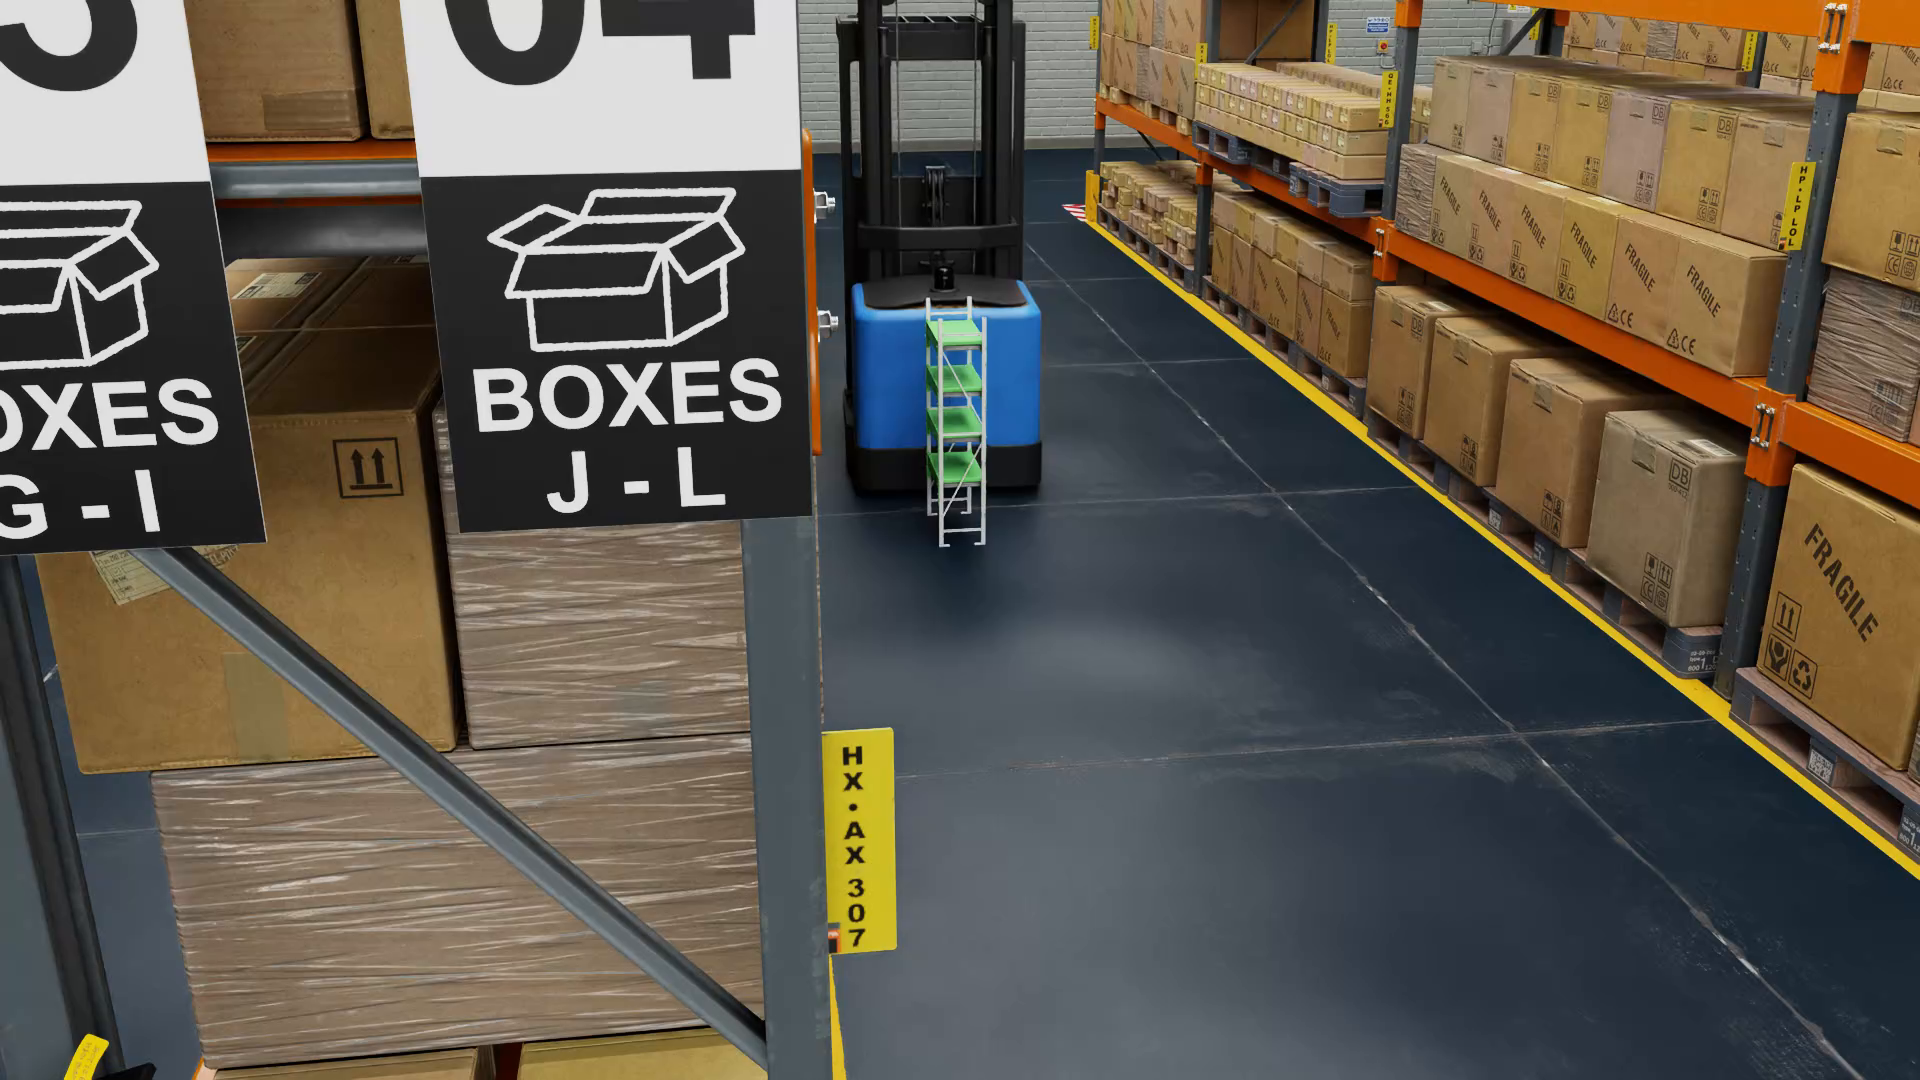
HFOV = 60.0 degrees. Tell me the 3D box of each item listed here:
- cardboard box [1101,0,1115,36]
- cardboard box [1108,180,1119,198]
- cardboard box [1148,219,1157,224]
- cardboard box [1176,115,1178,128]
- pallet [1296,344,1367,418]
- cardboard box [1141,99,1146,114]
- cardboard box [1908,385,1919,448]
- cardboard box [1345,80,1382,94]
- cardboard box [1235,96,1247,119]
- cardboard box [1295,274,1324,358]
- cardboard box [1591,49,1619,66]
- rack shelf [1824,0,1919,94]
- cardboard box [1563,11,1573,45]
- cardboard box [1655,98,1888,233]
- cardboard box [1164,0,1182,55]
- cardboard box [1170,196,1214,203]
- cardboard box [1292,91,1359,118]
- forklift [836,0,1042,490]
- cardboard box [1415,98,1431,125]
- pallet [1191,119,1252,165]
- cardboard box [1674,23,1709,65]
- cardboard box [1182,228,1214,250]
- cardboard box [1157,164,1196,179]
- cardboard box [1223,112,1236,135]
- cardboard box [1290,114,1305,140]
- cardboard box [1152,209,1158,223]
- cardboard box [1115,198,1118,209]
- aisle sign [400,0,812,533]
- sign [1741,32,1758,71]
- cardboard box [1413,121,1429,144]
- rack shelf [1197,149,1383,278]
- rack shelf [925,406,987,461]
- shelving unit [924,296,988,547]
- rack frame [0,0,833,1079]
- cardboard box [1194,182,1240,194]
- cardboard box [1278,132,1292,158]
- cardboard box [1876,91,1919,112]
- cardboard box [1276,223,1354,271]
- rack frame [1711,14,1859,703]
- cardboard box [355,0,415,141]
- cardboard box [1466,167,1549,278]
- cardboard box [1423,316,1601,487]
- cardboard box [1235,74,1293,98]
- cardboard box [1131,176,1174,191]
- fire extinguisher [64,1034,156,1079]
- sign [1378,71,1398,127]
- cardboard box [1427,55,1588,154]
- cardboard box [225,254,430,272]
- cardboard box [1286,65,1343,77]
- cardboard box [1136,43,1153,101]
[{"bbox_3d":[1.748,-5.416,16.933,0.500,0.500,0.500,-3,21,-8],"label":"cardboard box"},{"bbox_3d":[1.751,-3.639,17.221,0.380,0.149,0.250,-3,21,-8],"label":"cardboard box"},{"bbox_3d":[2.008,-2.977,15.874,0.380,0.149,0.250,-3,21,-7],"label":"cardboard box"},{"bbox_3d":[2.125,-3.694,14.678,0.380,0.149,0.250,-2,21,-6],"label":"cardboard box"},{"bbox_3d":[2.988,-1.125,11.426,1.003,0.211,1.213,-3,21,-8],"label":"pallet"},{"bbox_3d":[1.943,-4.146,15.889,0.380,0.149,0.250,-2,21,-6],"label":"cardboard box"},{"bbox_3d":[3.842,-0.529,5.632,0.875,0.550,0.550,-3,21,-8],"label":"cardboard box"},{"bbox_3d":[3.001,-3.229,11.984,0.380,0.149,0.250,-3,21,-9],"label":"cardboard box"},{"bbox_3d":[2.280,-3.242,12.442,0.380,0.149,0.250,-2,21,-6],"label":"cardboard box"},{"bbox_3d":[2.674,-1.581,11.633,0.500,0.500,0.500,-2,21,-6],"label":"cardboard box"},{"bbox_3d":[6.771,-4.730,16.951,0.500,0.500,0.500,-3,21,-8],"label":"cardboard box"},{"bbox_3d":[3.964,-1.151,4.252,1.077,0.370,4.000,-3,21,-8],"label":"rack shelf"},{"bbox_3d":[6.617,-5.549,17.715,0.500,0.500,0.500,-3,21,-9],"label":"cardboard box"},{"bbox_3d":[3.522,-1.640,7.249,0.700,0.500,0.500,-3,21,-9],"label":"cardboard box"},{"bbox_3d":[2.107,-4.528,14.554,0.500,0.500,0.500,-4,21,-9],"label":"cardboard box"},{"bbox_3d":[2.134,-3.061,15.249,0.380,0.149,0.250,-2,21,-6],"label":"cardboard box"},{"bbox_3d":[2.461,-2.935,11.195,0.380,0.149,0.250,-2,21,-6],"label":"cardboard box"},{"bbox_3d":[-0.184,-2.122,10.207,1.130,2.935,3.031,-2,21,-5],"label":"forklift"},{"bbox_3d":[3.183,-2.781,10.783,0.380,0.149,0.250,-3,21,-9],"label":"cardboard box"},{"bbox_3d":[2.489,-3.183,13.226,1.003,0.211,1.213,-3,21,-8],"label":"pallet"},{"bbox_3d":[7.000,-4.671,15.362,0.500,0.500,0.500,-3,21,-9],"label":"cardboard box"},{"bbox_3d":[2.162,-2.639,14.543,0.380,0.149,0.250,-3,21,-7],"label":"cardboard box"},{"bbox_3d":[2.252,-3.810,17.253,0.380,0.149,0.250,-3,21,-7],"label":"cardboard box"},{"bbox_3d":[2.237,-3.195,12.743,0.380,0.149,0.250,-3,21,-7],"label":"cardboard box"},{"bbox_3d":[2.461,-2.797,11.251,0.380,0.149,0.250,-3,21,-8],"label":"cardboard box"},{"bbox_3d":[2.041,-3.097,15.769,0.380,0.149,0.250,-4,21,-10],"label":"cardboard box"},{"bbox_3d":[1.823,-3.507,17.294,0.380,0.149,0.250,-3,21,-8],"label":"cardboard box"},{"bbox_3d":[-0.365,-0.387,1.749,0.394,0.787,0.004,-3,21,-8],"label":"aisle sign"},{"bbox_3d":[6.857,-4.244,14.442,0.100,0.325,0.005,-3,21,-8],"label":"sign"},{"bbox_3d":[3.187,-2.650,10.858,0.380,0.149,0.250,-2,21,-5],"label":"cardboard box"},{"bbox_3d":[2.811,-2.516,12.193,1.077,0.370,4.000,-3,21,-8],"label":"rack shelf"},{"bbox_3d":[-0.024,-0.560,8.682,0.258,0.148,0.480,-3,21,-8],"label":"rack shelf"},{"bbox_3d":[-0.024,-0.619,8.660,0.258,1.200,0.503,-3,21,-8],"label":"shelving unit"},{"bbox_3d":[-0.667,0.825,2.221,0.949,2.616,0.053,-3,21,-8],"label":"rack frame"},{"bbox_3d":[2.478,-3.357,16.042,0.380,0.149,0.250,-3,21,-7],"label":"cardboard box"},{"bbox_3d":[2.429,-2.742,11.528,0.380,0.149,0.250,-4,21,-10],"label":"cardboard box"},{"bbox_3d":[7.415,-3.297,12.757,0.500,0.250,0.500,-4,21,-9],"label":"cardboard box"},{"bbox_3d":[2.600,-2.112,11.984,0.500,0.250,0.500,-2,21,-6],"label":"cardboard box"},{"bbox_3d":[3.676,-0.775,6.505,1.000,3.000,0.127,-3,21,-8],"label":"rack frame"},{"bbox_3d":[-0.484,-0.690,2.204,0.500,0.250,0.500,-2,21,-6],"label":"cardboard box"},{"bbox_3d":[3.045,-1.688,8.804,0.500,0.500,0.500,-3,21,-8],"label":"cardboard box"},{"bbox_3d":[3.227,-0.785,9.147,1.050,0.750,0.750,-3,21,-7],"label":"cardboard box"},{"bbox_3d":[2.276,-3.383,12.396,0.380,0.149,0.250,-3,21,-8],"label":"cardboard box"},{"bbox_3d":[1.902,-3.510,16.451,0.380,0.149,0.250,-2,21,-6],"label":"cardboard box"},{"bbox_3d":[-1.110,0.924,2.066,0.296,0.674,0.183,-3,21,-8],"label":"fire extinguisher"},{"bbox_3d":[2.563,-2.635,9.942,0.100,0.325,0.005,-3,21,-8],"label":"sign"},{"bbox_3d":[3.154,-2.520,9.603,0.700,0.500,0.500,-3,21,-8],"label":"cardboard box"},{"bbox_3d":[-1.142,-0.354,3.379,0.500,0.500,0.500,-3,21,-8],"label":"cardboard box"},{"bbox_3d":[2.813,-3.681,13.193,0.380,0.149,0.250,-4,21,-9],"label":"cardboard box"},{"bbox_3d":[1.977,-4.417,15.686,0.500,0.500,0.500,-3,21,-9],"label":"cardboard box"}]
